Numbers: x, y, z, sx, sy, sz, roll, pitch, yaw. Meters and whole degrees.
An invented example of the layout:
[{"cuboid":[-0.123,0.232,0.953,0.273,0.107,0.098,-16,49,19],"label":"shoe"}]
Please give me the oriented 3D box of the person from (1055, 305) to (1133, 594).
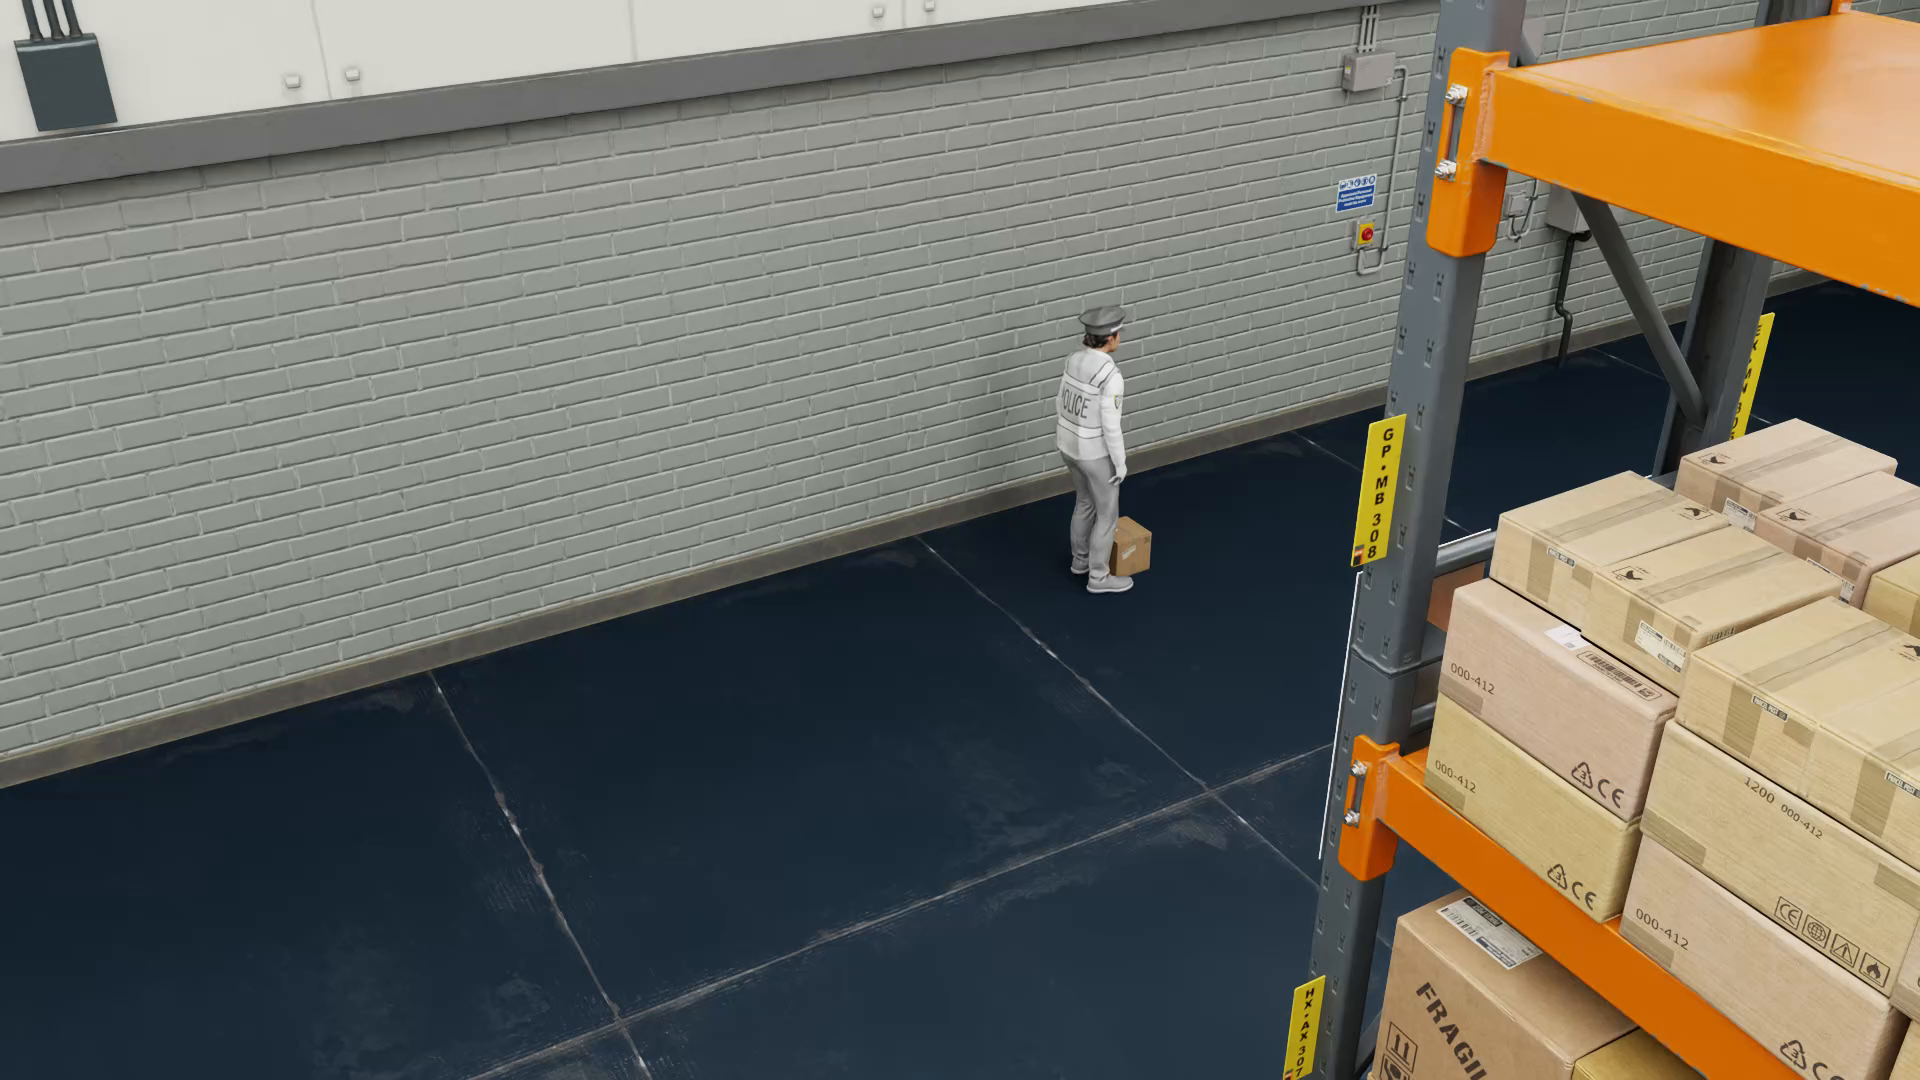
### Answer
[{"cuboid":[0.772,-0.513,9.472,0.414,1.662,0.533,-18,34,-29],"label":"person"}]
